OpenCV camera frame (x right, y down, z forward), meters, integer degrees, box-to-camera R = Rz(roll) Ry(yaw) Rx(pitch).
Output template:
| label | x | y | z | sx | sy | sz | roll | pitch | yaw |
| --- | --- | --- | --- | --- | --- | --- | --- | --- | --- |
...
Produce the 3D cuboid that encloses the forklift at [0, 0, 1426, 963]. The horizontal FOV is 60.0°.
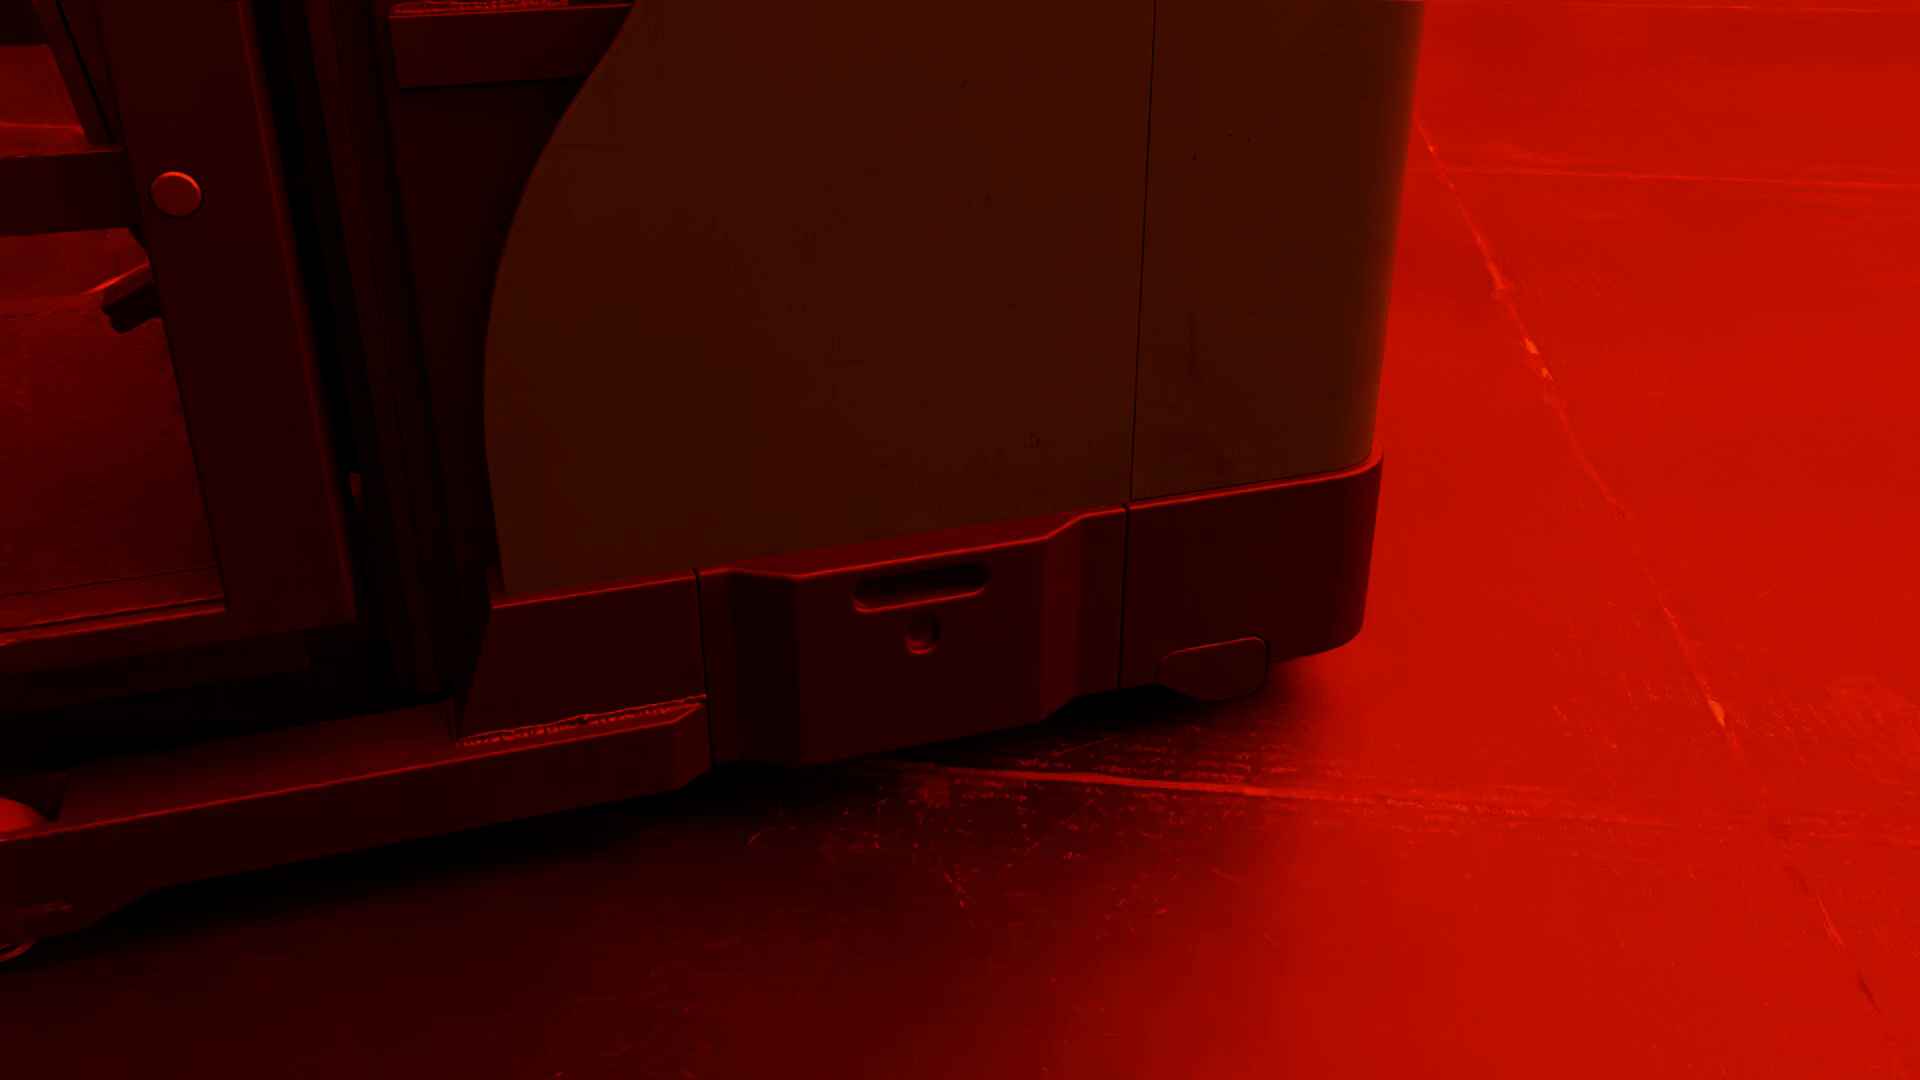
| label | x | y | z | sx | sy | sz | roll | pitch | yaw |
| --- | --- | --- | --- | --- | --- | --- | --- | --- | --- |
| forklift | -1.056 | -1.125 | 1.472 | 3.031 | 2.935 | 1.130 | -9 | 28 | -17 |
